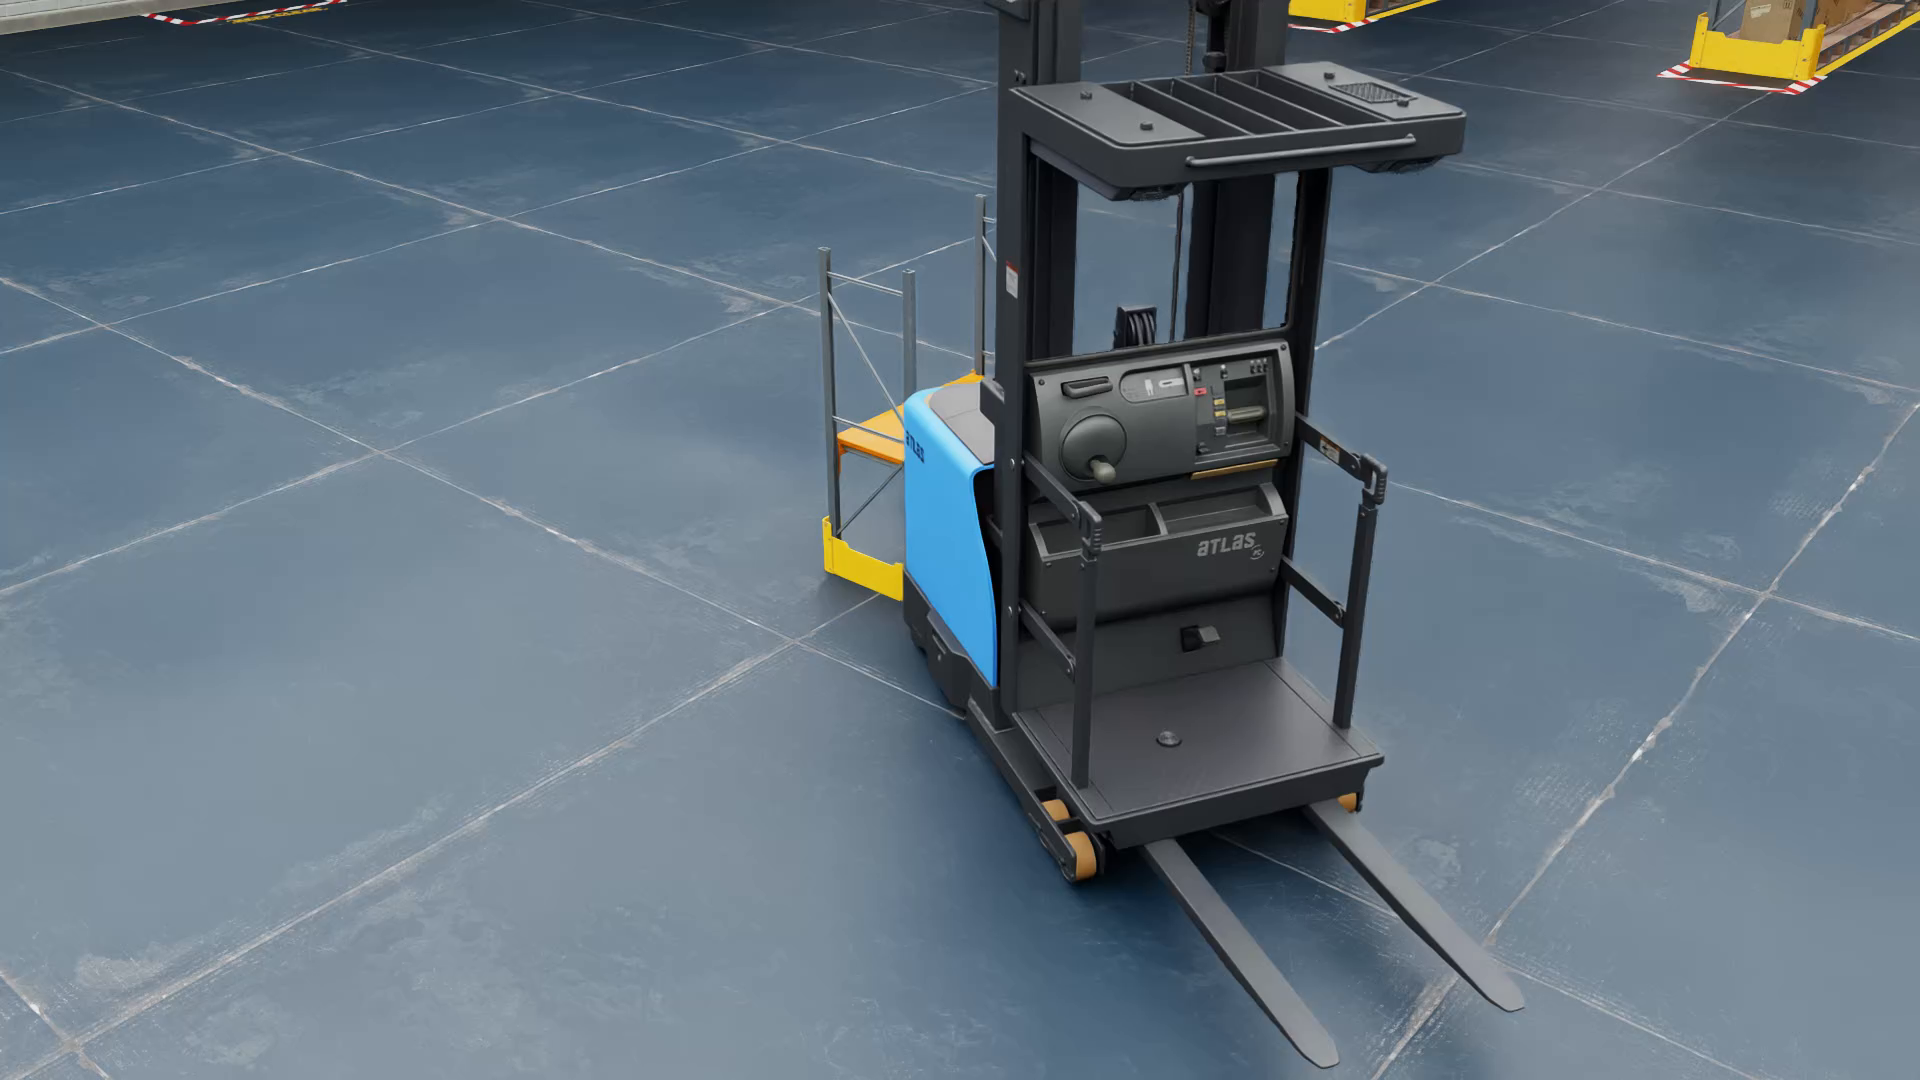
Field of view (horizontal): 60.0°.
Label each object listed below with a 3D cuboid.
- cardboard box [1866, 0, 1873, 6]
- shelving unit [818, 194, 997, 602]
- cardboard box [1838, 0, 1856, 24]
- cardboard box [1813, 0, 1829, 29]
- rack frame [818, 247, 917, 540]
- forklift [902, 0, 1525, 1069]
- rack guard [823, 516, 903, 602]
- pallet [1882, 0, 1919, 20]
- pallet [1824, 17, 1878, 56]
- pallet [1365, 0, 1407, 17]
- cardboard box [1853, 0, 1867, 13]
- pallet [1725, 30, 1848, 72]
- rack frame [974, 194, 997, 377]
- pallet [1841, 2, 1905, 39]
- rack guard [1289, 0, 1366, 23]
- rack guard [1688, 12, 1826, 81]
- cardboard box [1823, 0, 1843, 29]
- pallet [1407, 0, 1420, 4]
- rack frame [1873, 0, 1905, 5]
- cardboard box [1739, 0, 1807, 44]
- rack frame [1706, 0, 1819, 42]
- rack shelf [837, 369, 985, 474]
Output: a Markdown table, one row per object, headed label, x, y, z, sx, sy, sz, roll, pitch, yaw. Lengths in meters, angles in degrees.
| label | x | y | z | sx | sy | sz | roll | pitch | yaw |
| --- | --- | --- | --- | --- | --- | --- | --- | --- | --- |
| cardboard box | 10.312 | -6.478 | 19.271 | 0.500 | 0.500 | 0.500 | 20 | 33 | 33 |
| shelving unit | -0.048 | -0.639 | 7.353 | 0.587 | 1.500 | 1.083 | 21 | 34 | 34 |
| cardboard box | 9.619 | -6.029 | 18.404 | 0.500 | 0.500 | 0.500 | 17 | 32 | 30 |
| cardboard box | 8.817 | -5.628 | 17.628 | 0.500 | 0.500 | 0.500 | -18 | 32 | -31 |
| rack frame | -0.378 | -0.456 | 6.999 | 0.500 | 1.500 | 0.032 | 21 | 34 | 34 |
| forklift | 0.757 | -0.379 | 5.292 | 1.130 | 2.935 | 3.031 | -10 | 29 | -18 |
| rack guard | -0.365 | 0.093 | 7.299 | 0.587 | 0.250 | 0.087 | 21 | 34 | 34 |
| pallet | 11.091 | -6.570 | 20.220 | 1.003 | 0.211 | 1.213 | 21 | 34 | 34 |
| pallet | 9.421 | -5.610 | 18.365 | 1.003 | 0.211 | 1.213 | 21 | 34 | 34 |
| pallet | 4.764 | -6.650 | 20.374 | 1.003 | 0.211 | 1.213 | 21 | 34 | 34 |
| cardboard box | 9.953 | -6.273 | 18.874 | 0.500 | 0.500 | 0.500 | -16 | 31 | -28 |
| pallet | 8.645 | -5.180 | 17.533 | 1.003 | 0.211 | 1.213 | 21 | 34 | 34 |
| rack frame | 0.269 | -0.816 | 7.695 | 0.500 | 1.500 | 0.032 | 21 | 34 | 34 |
| pallet | 10.197 | -6.045 | 19.205 | 1.003 | 0.211 | 1.213 | 21 | 34 | 34 |
| rack guard | 4.243 | -6.491 | 19.754 | 1.175 | 0.500 | 0.348 | 21 | 34 | 34 |
| rack guard | 8.101 | -5.030 | 16.929 | 1.175 | 0.500 | 0.348 | 21 | 34 | 34 |
| cardboard box | 9.230 | -5.845 | 18.047 | 0.500 | 0.500 | 0.500 | 25 | 36 | 39 |
| pallet | 5.540 | -7.080 | 21.207 | 1.003 | 0.211 | 1.213 | 21 | 34 | 34 |
| rack frame | 10.597 | -7.532 | 19.044 | 1.000 | 3.000 | 0.127 | 21 | 34 | 34 |
| cardboard box | 8.463 | -5.406 | 17.199 | 0.500 | 0.500 | 0.500 | -21 | 34 | -35 |
| rack frame | 8.053 | -6.113 | 16.303 | 1.000 | 3.000 | 0.127 | 21 | 34 | 34 |
| rack shelf | -0.054 | -0.476 | 7.430 | 0.538 | 0.185 | 1.000 | 21 | 34 | 34 |
